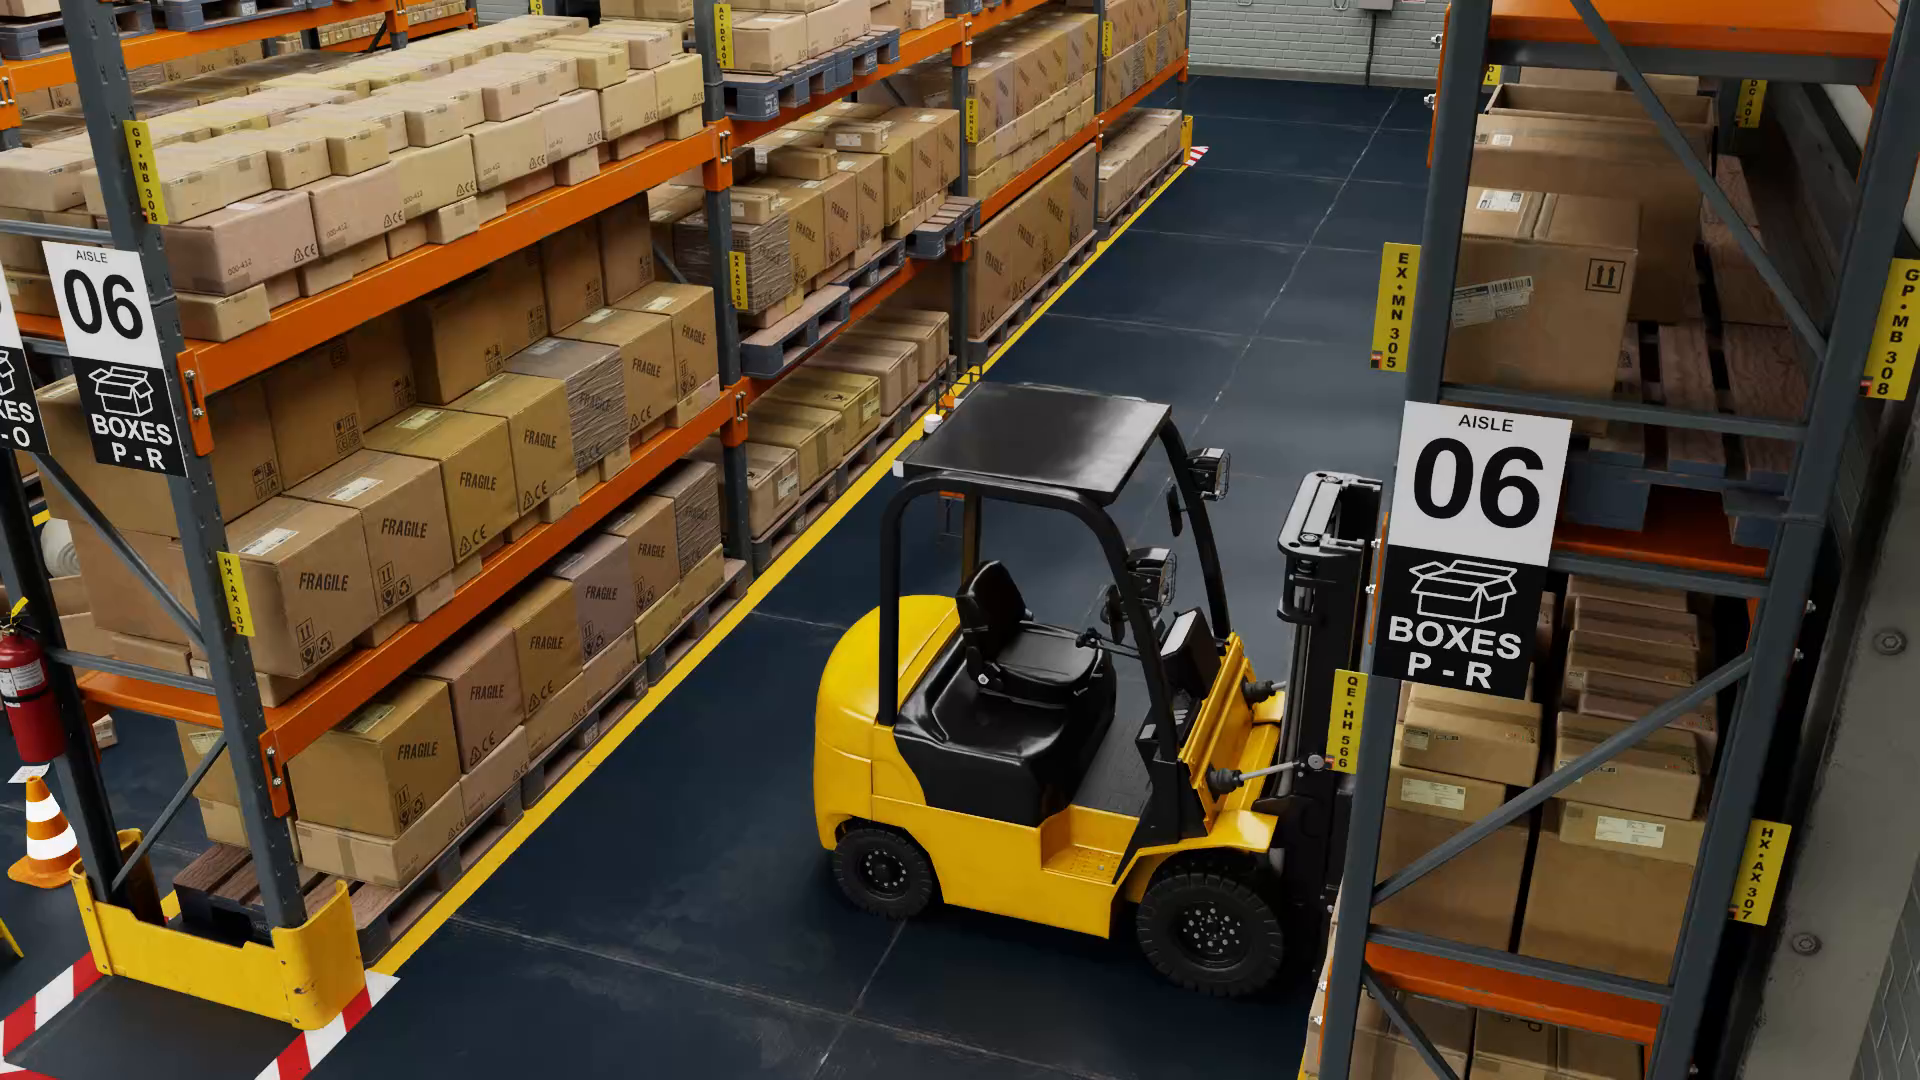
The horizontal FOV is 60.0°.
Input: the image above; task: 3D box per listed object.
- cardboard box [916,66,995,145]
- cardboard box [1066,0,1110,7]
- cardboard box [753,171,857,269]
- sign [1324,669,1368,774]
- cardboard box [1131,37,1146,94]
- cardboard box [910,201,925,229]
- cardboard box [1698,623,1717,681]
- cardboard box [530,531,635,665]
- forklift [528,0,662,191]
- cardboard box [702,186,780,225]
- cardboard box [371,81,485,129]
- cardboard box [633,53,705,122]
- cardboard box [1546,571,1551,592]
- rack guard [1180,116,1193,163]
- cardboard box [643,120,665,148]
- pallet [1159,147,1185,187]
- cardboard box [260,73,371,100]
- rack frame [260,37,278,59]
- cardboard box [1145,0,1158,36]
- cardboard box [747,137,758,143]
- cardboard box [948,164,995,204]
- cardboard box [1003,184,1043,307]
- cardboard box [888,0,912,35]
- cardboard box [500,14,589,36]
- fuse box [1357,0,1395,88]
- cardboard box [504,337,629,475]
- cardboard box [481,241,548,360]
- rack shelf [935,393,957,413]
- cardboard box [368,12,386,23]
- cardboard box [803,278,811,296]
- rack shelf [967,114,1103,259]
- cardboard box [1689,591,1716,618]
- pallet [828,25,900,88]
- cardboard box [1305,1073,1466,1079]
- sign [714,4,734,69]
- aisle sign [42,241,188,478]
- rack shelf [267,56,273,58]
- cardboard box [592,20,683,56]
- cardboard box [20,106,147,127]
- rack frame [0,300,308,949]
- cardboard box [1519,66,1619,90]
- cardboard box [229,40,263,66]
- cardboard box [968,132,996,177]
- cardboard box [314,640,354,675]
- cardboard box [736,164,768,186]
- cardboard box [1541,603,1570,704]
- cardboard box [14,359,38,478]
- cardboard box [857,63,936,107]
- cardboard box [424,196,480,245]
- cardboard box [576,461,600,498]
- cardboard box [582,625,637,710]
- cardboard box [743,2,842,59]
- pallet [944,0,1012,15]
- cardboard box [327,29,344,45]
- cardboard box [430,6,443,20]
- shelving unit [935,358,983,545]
[{"bbox_3d":[-0.033,-3.445,13.161,0.500,0.500,0.500,8,27,16],"label":"cardboard box"},{"bbox_3d":[1.254,-5.306,16.260,0.380,0.149,0.250,8,27,17],"label":"cardboard box"},{"bbox_3d":[-0.988,-2.065,10.635,0.500,0.500,0.500,9,27,17],"label":"cardboard box"},{"bbox_3d":[1.086,0.511,4.653,0.100,0.325,0.005,9,27,17],"label":"sign"},{"bbox_3d":[1.650,-5.036,17.595,0.500,0.500,0.500,9,27,18],"label":"cardboard box"},{"bbox_3d":[-0.468,-2.357,11.983,0.380,0.149,0.250,7,27,15],"label":"cardboard box"},{"bbox_3d":[2.359,0.377,5.670,0.380,0.149,0.250,9,27,18],"label":"cardboard box"},{"bbox_3d":[-2.038,0.273,8.557,0.500,0.500,0.500,10,28,20],"label":"cardboard box"},{"bbox_3d":[-2.999,-2.541,12.636,1.130,2.935,3.031,11,28,21],"label":"forklift"},{"bbox_3d":[-1.268,-1.941,9.635,0.380,0.149,0.250,9,27,17],"label":"cardboard box"},{"bbox_3d":[-2.243,-1.829,7.016,0.380,0.149,0.250,9,27,19],"label":"cardboard box"},{"bbox_3d":[-1.652,-2.334,8.518,0.500,0.250,0.500,8,27,17],"label":"cardboard box"},{"bbox_3d":[2.205,0.103,6.980,0.500,0.500,0.500,8,27,17],"label":"cardboard box"},{"bbox_3d":[2.243,-4.955,20.411,1.175,0.500,0.348,9,27,17],"label":"rack guard"},{"bbox_3d":[-1.743,-2.111,8.515,0.380,0.149,0.250,9,27,18],"label":"cardboard box"},{"bbox_3d":[2.043,-4.475,19.751,1.003,0.211,1.213,9,27,17],"label":"pallet"},{"bbox_3d":[-2.777,-1.908,7.180,0.380,0.149,0.250,9,27,19],"label":"cardboard box"},{"bbox_3d":[-8.441,-5.864,19.419,1.000,3.000,0.127,9,27,17],"label":"rack frame"},{"bbox_3d":[1.816,-5.705,17.828,0.500,0.500,0.500,9,27,17],"label":"cardboard box"},{"bbox_3d":[-2.700,-4.972,20.367,0.380,0.149,0.250,8,27,15],"label":"cardboard box"},{"bbox_3d":[-0.027,-2.880,13.428,0.500,0.250,0.500,8,27,17],"label":"cardboard box"},{"bbox_3d":[0.182,-2.653,14.744,0.875,0.875,0.875,9,27,18],"label":"cardboard box"},{"bbox_3d":[-0.752,-3.790,11.579,0.700,0.500,0.500,9,27,17],"label":"cardboard box"},{"bbox_3d":[-2.171,-2.653,8.718,0.380,0.149,0.250,8,27,17],"label":"cardboard box"},{"bbox_3d":[6.022,-7.447,24.167,0.539,1.711,0.414,9,27,17],"label":"fuse box"},{"bbox_3d":[-2.005,-0.673,8.242,0.500,0.500,0.500,10,27,19],"label":"cardboard box"},{"bbox_3d":[-2.492,-1.210,8.203,0.700,0.500,0.500,8,27,16],"label":"cardboard box"},{"bbox_3d":[-0.005,-0.818,10.339,0.258,0.103,0.180,9,27,17],"label":"rack shelf"},{"bbox_3d":[-7.529,-6.704,20.985,0.500,0.250,0.500,9,27,18],"label":"cardboard box"},{"bbox_3d":[-1.163,-1.625,10.471,0.380,0.149,0.250,11,28,21],"label":"cardboard box"},{"bbox_3d":[0.238,-3.281,14.910,1.077,0.370,4.000,9,27,17],"label":"rack shelf"},{"bbox_3d":[2.440,0.127,5.846,0.380,0.149,0.250,8,27,16],"label":"cardboard box"},{"bbox_3d":[-1.110,-3.070,10.421,1.213,0.211,1.003,9,27,17],"label":"pallet"},{"bbox_3d":[1.460,1.801,5.688,0.500,0.250,0.500,8,27,17],"label":"cardboard box"},{"bbox_3d":[-1.244,-2.646,8.738,0.100,0.325,0.005,9,27,17],"label":"sign"},{"bbox_3d":[-2.818,-0.595,5.554,0.394,0.787,0.004,9,27,17],"label":"aisle sign"},{"bbox_3d":[-9.107,-4.718,17.878,1.077,0.370,4.000,9,27,17],"label":"rack shelf"},{"bbox_3d":[-1.658,-2.573,8.554,0.380,0.149,0.250,9,27,19],"label":"cardboard box"},{"bbox_3d":[-6.131,-2.727,11.678,0.700,0.500,0.500,8,27,17],"label":"cardboard box"},{"bbox_3d":[-3.089,0.505,6.266,1.000,3.000,0.127,9,27,17],"label":"rack frame"},{"bbox_3d":[2.935,-2.298,8.117,0.500,0.311,0.500,8,27,16],"label":"cardboard box"},{"bbox_3d":[-8.340,-5.677,18.918,0.500,0.500,0.500,9,27,18],"label":"cardboard box"},{"bbox_3d":[-0.026,-3.113,13.336,0.500,0.250,0.500,9,27,17],"label":"cardboard box"},{"bbox_3d":[-2.711,0.402,6.765,0.380,0.149,0.250,9,27,18],"label":"cardboard box"},{"bbox_3d":[-1.480,-2.145,10.801,0.500,0.500,0.500,10,27,19],"label":"cardboard box"},{"bbox_3d":[2.335,0.590,5.975,0.500,0.500,0.500,8,27,17],"label":"cardboard box"},{"bbox_3d":[-6.735,-0.800,10.916,0.875,0.875,0.875,9,27,18],"label":"cardboard box"},{"bbox_3d":[-0.502,-3.528,13.333,0.500,0.500,0.500,8,27,16],"label":"cardboard box"},{"bbox_3d":[-2.247,-1.353,6.949,0.380,0.149,0.250,9,27,18],"label":"cardboard box"},{"bbox_3d":[-2.026,-0.331,8.280,0.380,0.149,0.250,8,27,17],"label":"cardboard box"},{"bbox_3d":[-2.043,0.620,8.701,0.500,0.250,0.500,9,27,18],"label":"cardboard box"},{"bbox_3d":[-1.018,-3.001,9.755,0.500,0.250,0.500,8,27,17],"label":"cardboard box"},{"bbox_3d":[-0.263,-4.320,13.006,1.213,0.211,1.003,10,28,20],"label":"pallet"},{"bbox_3d":[-7.769,-6.149,20.296,0.380,0.149,0.250,8,27,16],"label":"cardboard box"},{"bbox_3d":[-7.088,-6.990,22.033,0.380,0.149,0.250,9,27,18],"label":"cardboard box"},{"bbox_3d":[-0.005,-0.534,10.476,0.258,1.200,0.189,9,27,17],"label":"shelving unit"}]
